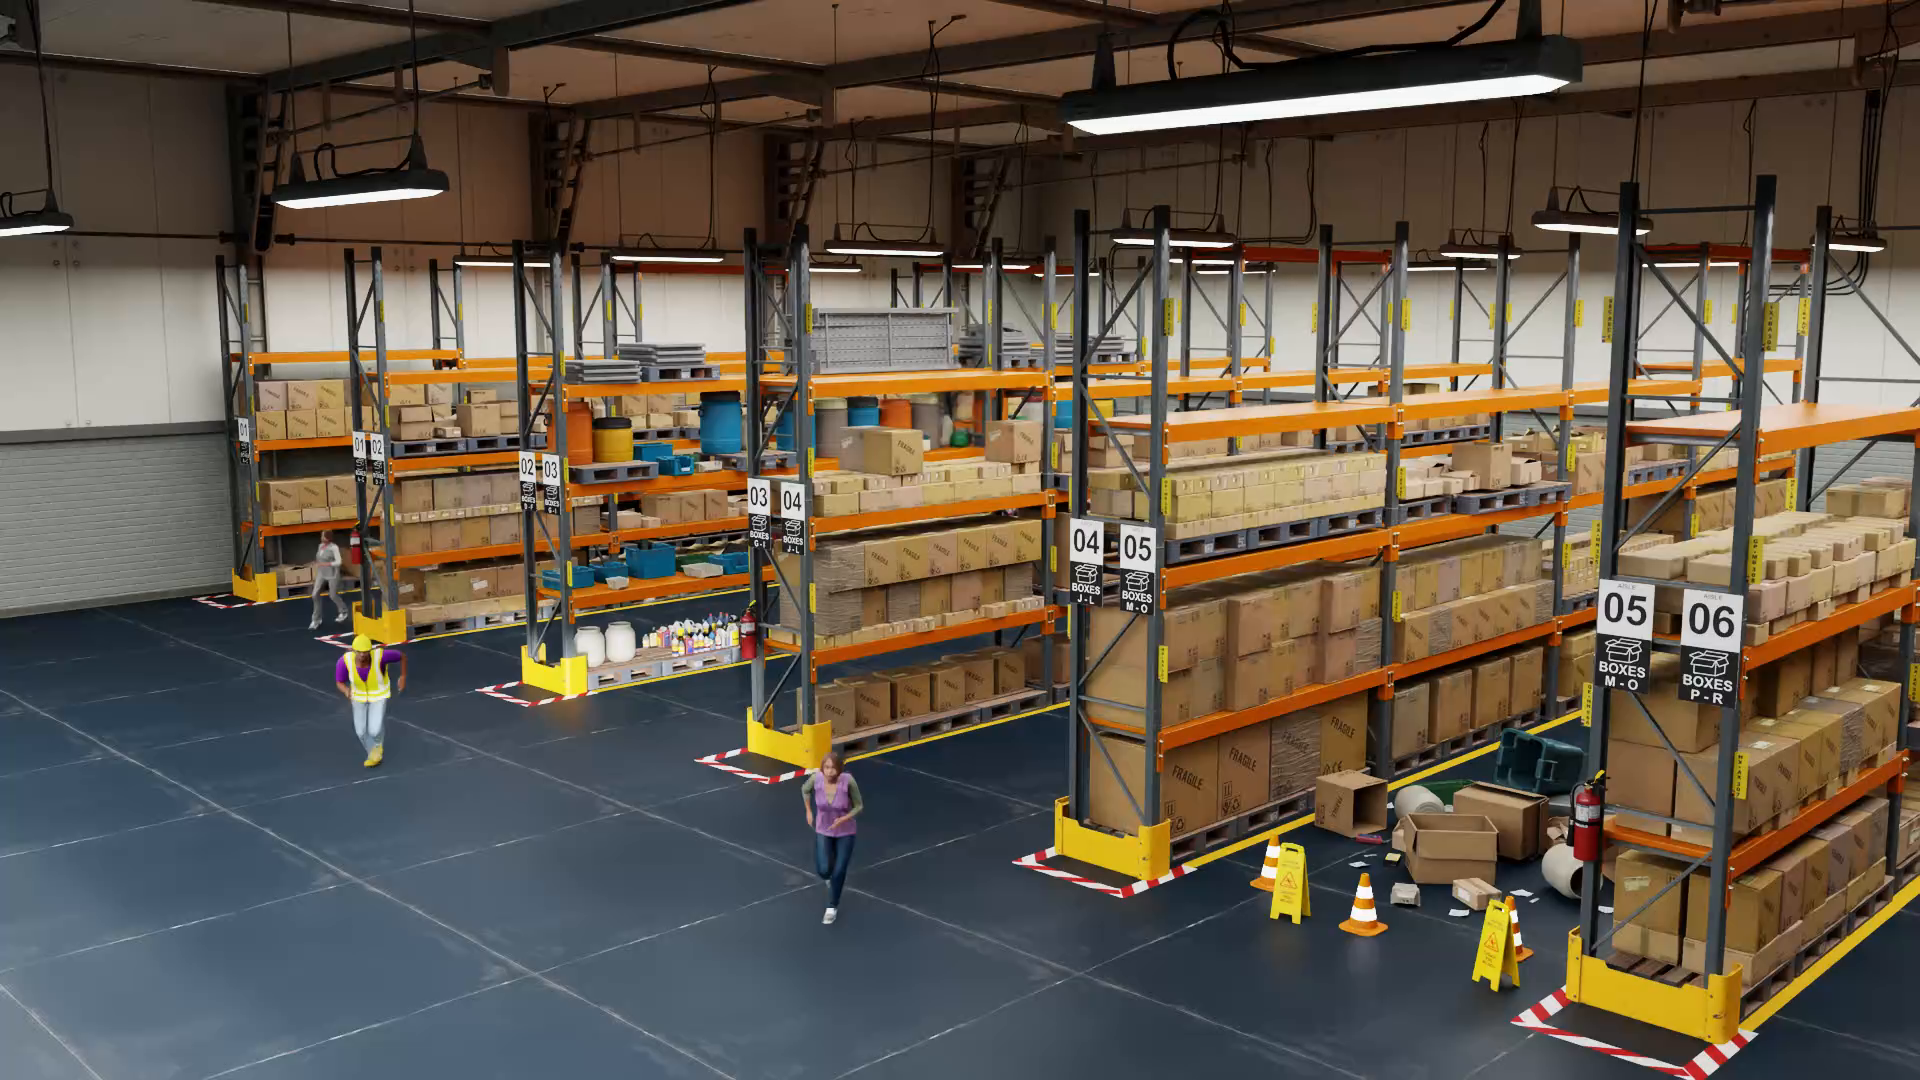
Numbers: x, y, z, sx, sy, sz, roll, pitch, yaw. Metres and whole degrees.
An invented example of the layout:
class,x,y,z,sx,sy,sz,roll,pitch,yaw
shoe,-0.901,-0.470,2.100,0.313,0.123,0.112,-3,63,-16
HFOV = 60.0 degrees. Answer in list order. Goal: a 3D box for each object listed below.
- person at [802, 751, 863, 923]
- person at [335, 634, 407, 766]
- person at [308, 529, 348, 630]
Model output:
class,x,y,z,sx,sy,sz,roll,pitch,yaw
person,-1.068,2.472,13.906,0.527,1.530,0.667,0,8,-1
person,-6.497,1.782,18.405,0.737,1.589,0.862,-2,8,-11
person,-10.082,0.618,26.687,0.547,1.632,0.721,3,9,21
